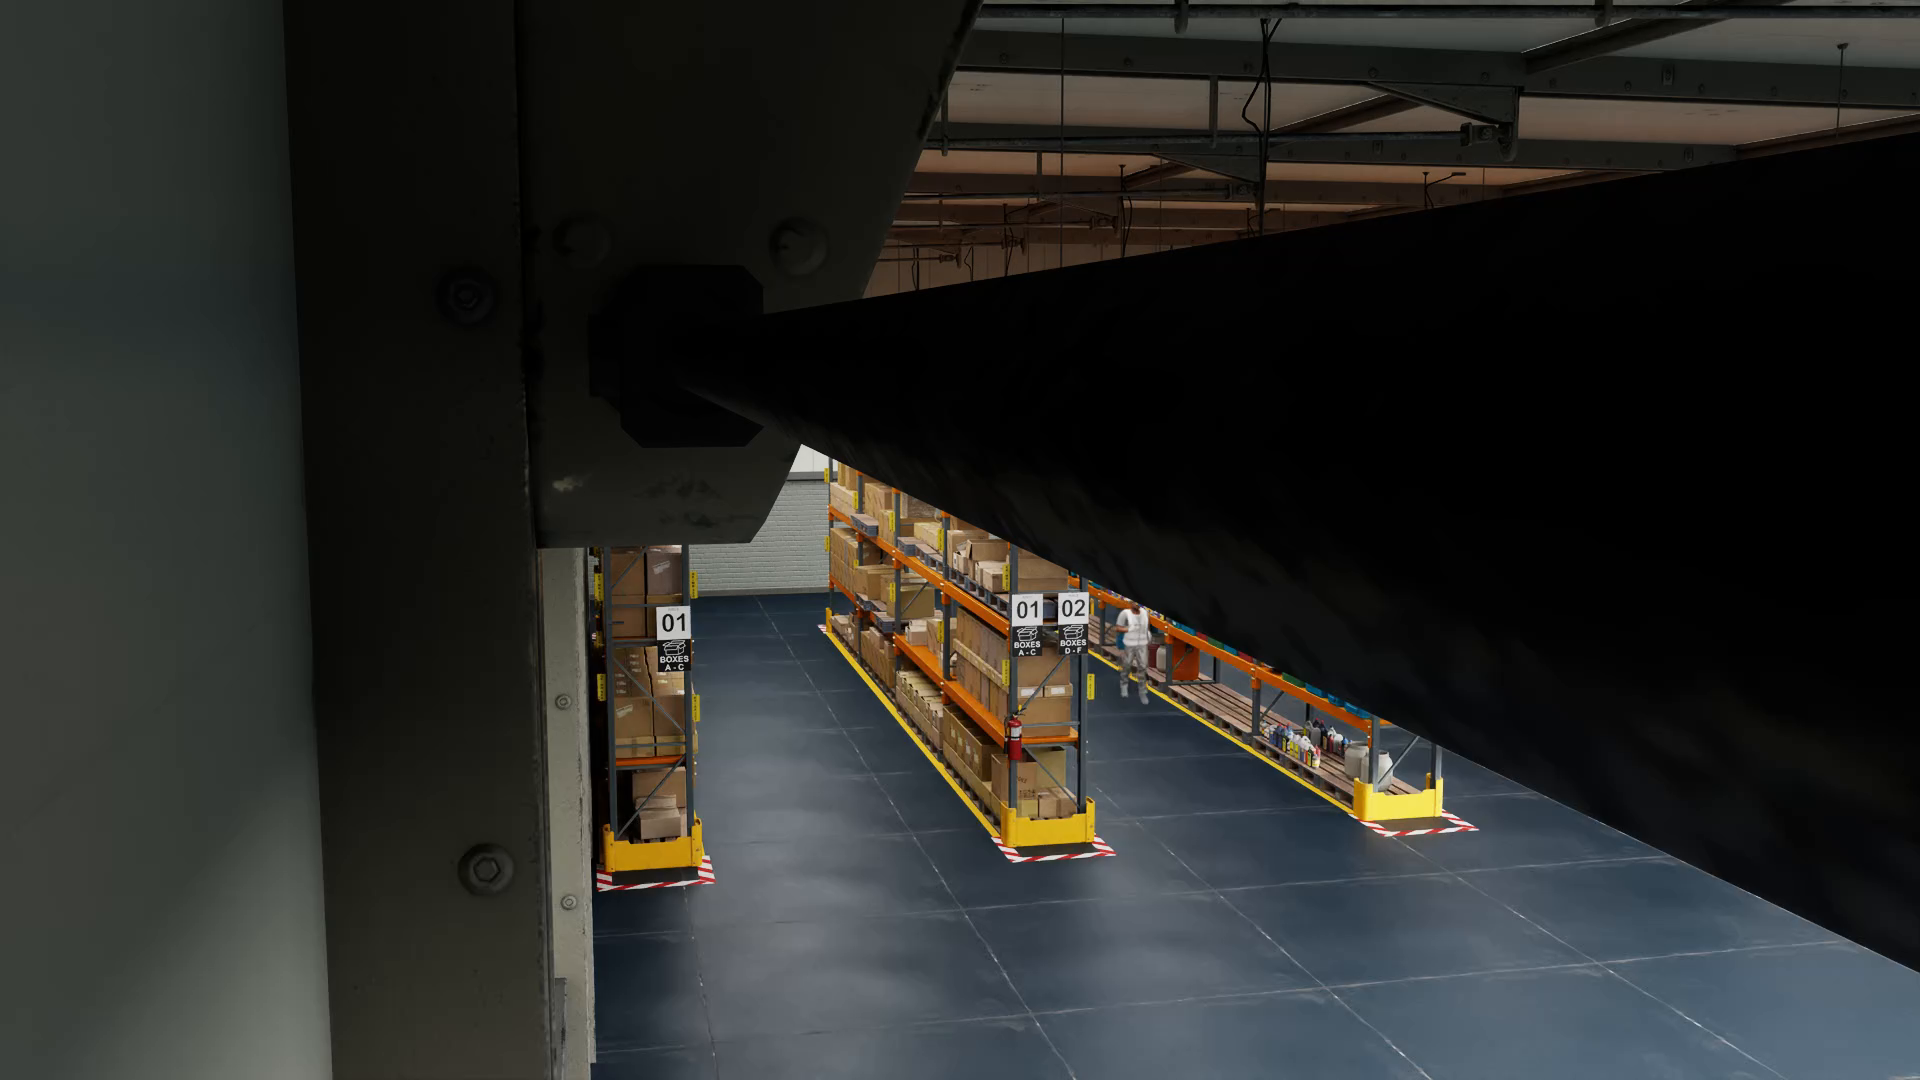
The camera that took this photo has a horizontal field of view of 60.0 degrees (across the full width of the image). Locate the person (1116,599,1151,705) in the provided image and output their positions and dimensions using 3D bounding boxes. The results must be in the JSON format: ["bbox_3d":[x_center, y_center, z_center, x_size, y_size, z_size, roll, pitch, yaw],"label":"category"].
[{"bbox_3d":[2.960,1.822,28.264,0.713,1.860,0.787,-2,7,-16],"label":"person"}]
